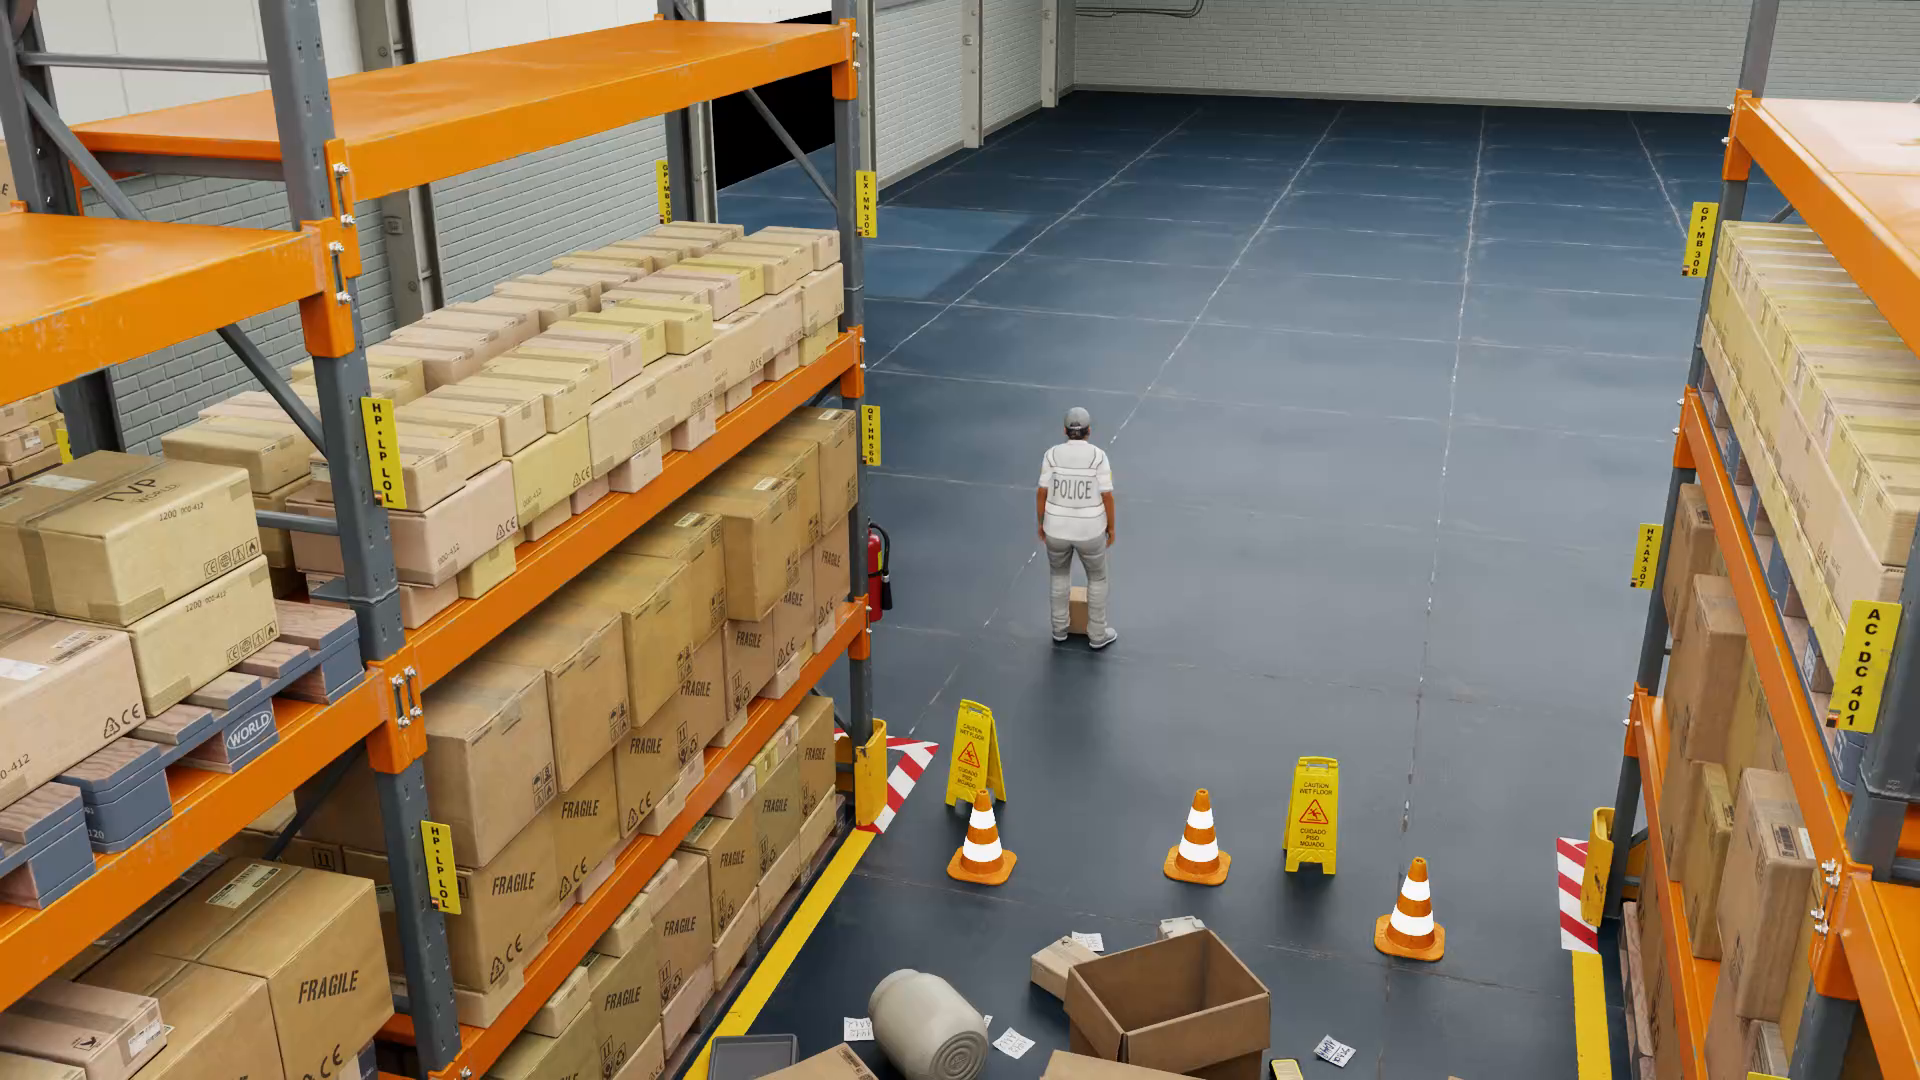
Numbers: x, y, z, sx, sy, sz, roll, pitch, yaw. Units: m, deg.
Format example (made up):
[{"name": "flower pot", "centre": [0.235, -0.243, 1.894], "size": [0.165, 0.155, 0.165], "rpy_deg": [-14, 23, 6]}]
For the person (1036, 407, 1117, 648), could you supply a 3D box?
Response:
[{"name": "person", "centre": [0.800, -0.081, 11.280], "size": [0.561, 1.667, 0.465], "rpy_deg": [6, 23, 13]}]
